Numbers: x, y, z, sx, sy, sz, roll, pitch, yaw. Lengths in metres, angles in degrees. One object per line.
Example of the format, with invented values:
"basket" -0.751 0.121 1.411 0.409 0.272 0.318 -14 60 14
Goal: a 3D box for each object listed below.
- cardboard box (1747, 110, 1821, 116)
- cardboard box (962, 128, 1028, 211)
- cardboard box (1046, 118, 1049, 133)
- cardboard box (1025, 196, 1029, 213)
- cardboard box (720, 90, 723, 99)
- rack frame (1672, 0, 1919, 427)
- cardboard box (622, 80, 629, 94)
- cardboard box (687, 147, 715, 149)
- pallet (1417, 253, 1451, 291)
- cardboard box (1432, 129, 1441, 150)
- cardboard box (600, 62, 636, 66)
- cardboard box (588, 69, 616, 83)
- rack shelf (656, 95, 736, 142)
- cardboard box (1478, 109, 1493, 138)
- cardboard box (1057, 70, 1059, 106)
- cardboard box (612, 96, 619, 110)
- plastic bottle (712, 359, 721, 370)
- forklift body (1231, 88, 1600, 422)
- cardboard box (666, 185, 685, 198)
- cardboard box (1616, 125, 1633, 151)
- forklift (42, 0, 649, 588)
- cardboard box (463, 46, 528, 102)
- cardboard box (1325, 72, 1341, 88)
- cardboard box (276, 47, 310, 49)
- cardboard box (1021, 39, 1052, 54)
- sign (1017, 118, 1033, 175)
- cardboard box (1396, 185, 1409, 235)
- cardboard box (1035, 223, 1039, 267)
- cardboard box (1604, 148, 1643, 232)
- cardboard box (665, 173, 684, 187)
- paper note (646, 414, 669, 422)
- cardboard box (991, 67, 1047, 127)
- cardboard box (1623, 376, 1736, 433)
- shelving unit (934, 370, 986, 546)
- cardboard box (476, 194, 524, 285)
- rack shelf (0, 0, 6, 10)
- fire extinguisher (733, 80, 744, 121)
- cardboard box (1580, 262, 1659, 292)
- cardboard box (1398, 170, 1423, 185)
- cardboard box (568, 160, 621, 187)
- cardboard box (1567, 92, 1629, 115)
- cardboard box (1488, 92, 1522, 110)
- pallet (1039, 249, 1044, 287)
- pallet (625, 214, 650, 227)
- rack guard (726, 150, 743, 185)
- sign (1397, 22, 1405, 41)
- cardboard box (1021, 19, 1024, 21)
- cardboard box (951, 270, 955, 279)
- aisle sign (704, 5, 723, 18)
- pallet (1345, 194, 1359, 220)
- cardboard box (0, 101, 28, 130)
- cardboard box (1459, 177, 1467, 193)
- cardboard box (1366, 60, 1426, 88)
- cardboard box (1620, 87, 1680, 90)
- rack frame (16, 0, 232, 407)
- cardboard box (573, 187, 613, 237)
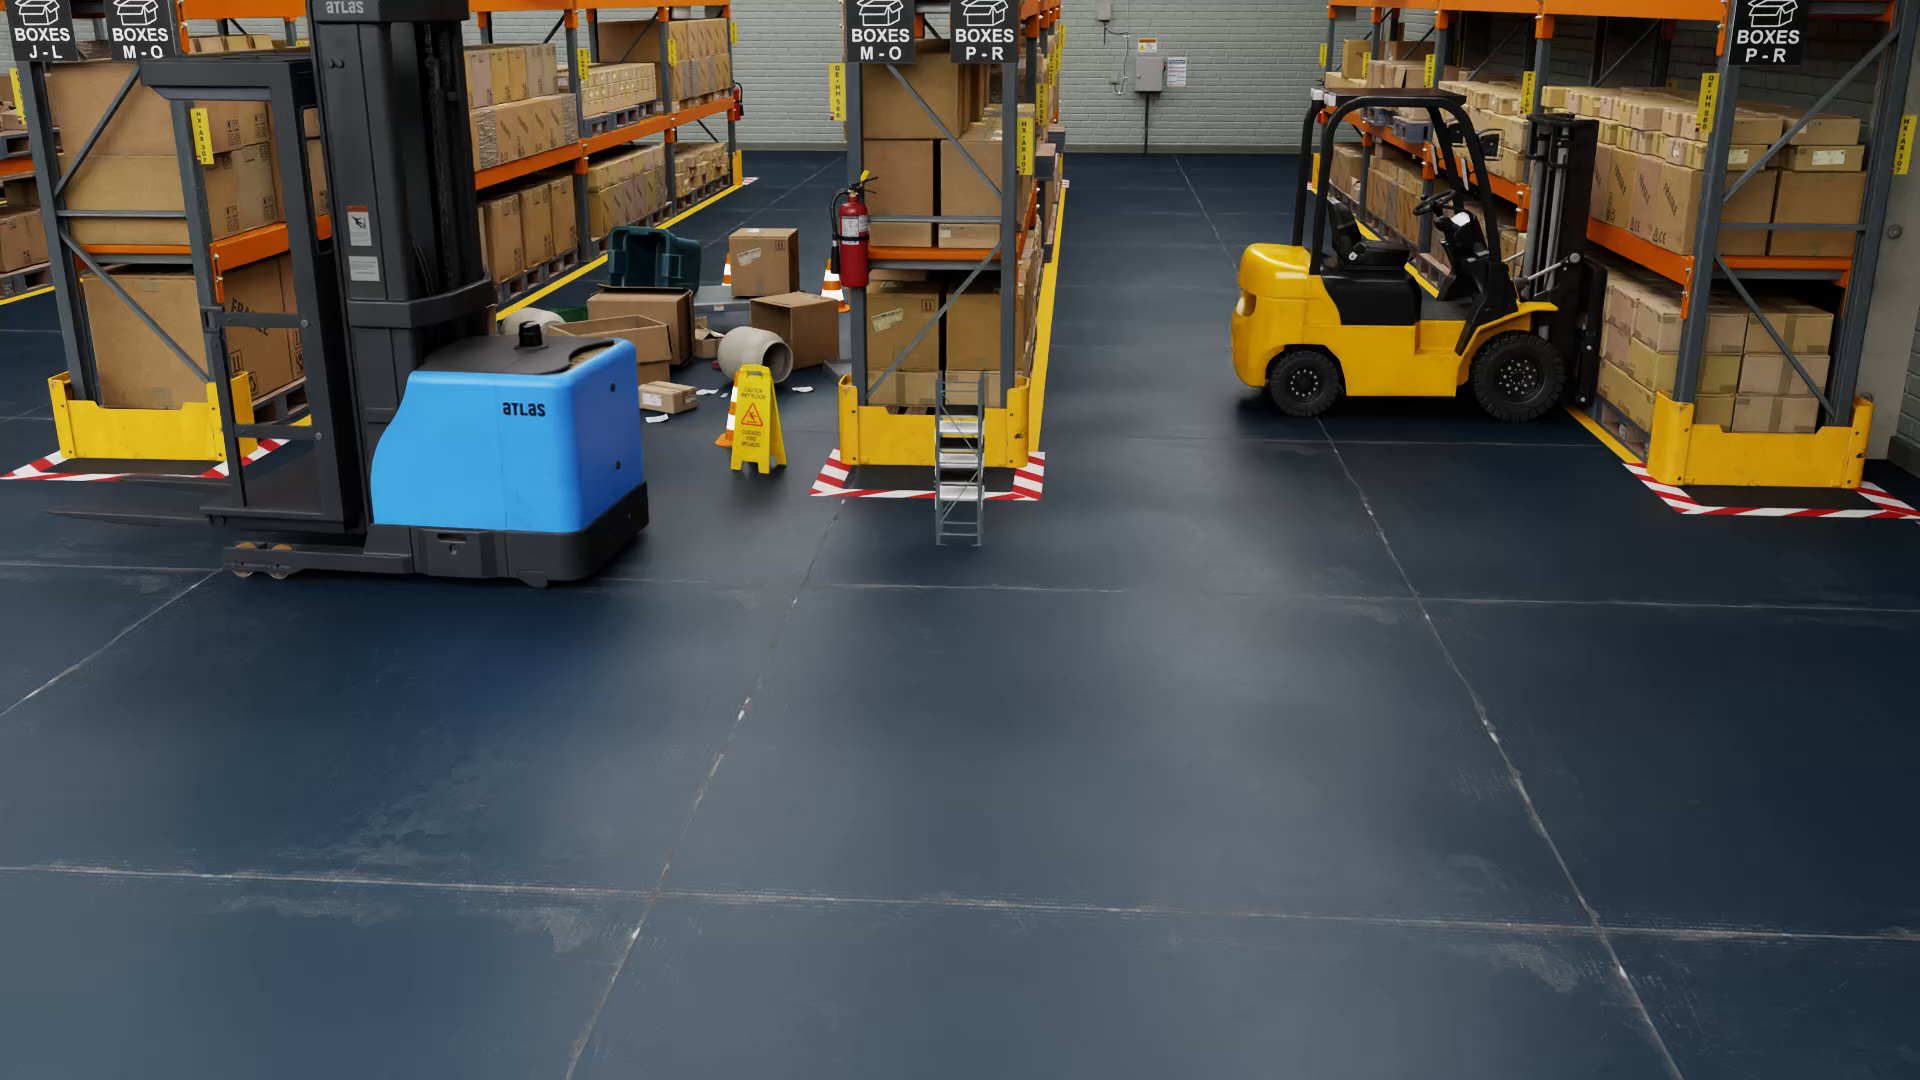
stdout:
"cardboard box" 5.082 -2.563 10.247 0.380 0.149 0.250 2 18 5
"cardboard box" 0.181 -2.404 10.803 0.500 0.500 0.500 2 18 6
"cardboard box" 0.668 -4.043 16.172 0.380 0.149 0.250 2 18 5
"cardboard box" 0.304 -2.454 11.999 0.380 0.149 0.250 1 18 4
"cardboard box" -3.758 -6.658 24.828 0.380 0.149 0.250 1 18 4
"rack frame" 4.787 -1.803 9.609 1.000 3.000 0.127 1 18 4
"cardboard box" -4.171 -5.403 19.846 0.380 0.149 0.250 1 18 4
"cardboard box" -3.796 -5.680 24.388 0.380 0.149 0.250 1 18 2
"pallet" 5.263 -2.708 16.848 1.003 0.211 1.213 1 18 4
"cardboard box" 5.085 -4.084 16.811 0.500 0.250 0.500 1 18 4
"cardboard box" -4.495 -6.064 21.975 0.500 0.500 0.500 1 18 4
"cardboard box" -4.216 -5.387 19.320 0.380 0.149 0.250 2 18 6
"rack shelf" -4.105 -5.998 23.567 1.077 0.370 4.000 1 18 4
"cardboard box" 4.926 -3.689 14.801 0.500 0.250 0.500 2 18 5
"cardboard box" 1.110 -6.298 23.165 0.500 0.500 0.500 2 18 6
"cardboard box" -4.209 -5.103 19.409 0.380 0.149 0.250 2 18 5
"plastic bottle" -1.840 -1.400 13.097 0.133 0.061 0.283 4 19 13
"forklift body" 3.103 -2.030 11.663 2.313 2.155 1.214 1 18 4
"cardboard box" -3.902 -4.670 22.261 0.380 0.149 0.250 0 18 2
"cardboard box" 4.600 -2.672 11.058 0.380 0.149 0.250 1 18 4
"forklift" -3.241 -1.358 8.361 3.031 2.935 1.130 3 18 9
"cardboard box" -4.647 -4.544 16.206 0.700 0.500 0.500 1 18 3
"cardboard box" 5.633 -6.708 24.340 0.500 0.250 0.500 1 18 4
"cardboard box" -4.806 -3.532 12.908 0.875 0.550 0.550 1 18 4
"cardboard box" 0.767 -5.383 18.766 0.500 0.500 0.500 2 18 5
"sign" 0.377 -2.312 9.772 0.100 0.325 0.005 1 18 4
"cardboard box" 5.258 -3.754 18.901 0.500 0.500 0.500 2 18 6
"cardboard box" 0.314 -2.944 16.635 0.950 0.372 0.625 1 18 3
"cardboard box" 4.643 -2.330 11.055 0.500 0.500 0.500 1 18 3
"cardboard box" -3.903 -4.811 22.213 0.380 0.149 0.250 2 18 6
"paper note" -2.082 -0.840 11.437 0.148 0.019 0.142 -5 19 -15
"cardboard box" 0.527 -3.992 14.975 0.500 0.500 0.500 1 18 4
"cardboard box" 4.506 -0.849 10.439 0.500 0.250 0.500 1 18 4
"shelving unit" 0.001 -0.430 8.791 0.258 0.900 0.210 1 18 4
"cardboard box" -4.794 -2.859 15.770 1.050 0.750 0.750 1 18 4
"rack shelf" -9.618 -5.081 15.951 1.077 0.370 4.000 1 18 4
"fire extinguisher" -3.483 -6.815 25.628 0.296 0.674 0.183 1 18 4
"cardboard box" 4.610 -1.794 11.717 0.500 0.250 0.500 1 18 3
"cardboard box" 5.266 -4.178 19.155 0.380 0.149 0.250 0 18 1
"cardboard box" -4.208 -4.211 19.093 0.500 0.250 0.500 1 18 3
"cardboard box" 4.696 -3.210 12.222 0.380 0.149 0.250 2 18 5
"cardboard box" 4.939 -3.910 14.836 0.380 0.149 0.250 1 18 4
"pallet" 0.352 -2.830 17.220 1.003 0.211 1.213 1 18 4
"pallet" -4.387 -3.772 20.096 1.003 0.211 1.213 1 18 4
"rack guard" -3.967 -5.750 25.668 1.175 0.500 0.348 1 18 4
"sign" 6.486 -7.454 24.488 0.100 0.325 0.005 1 18 4
"cardboard box" 0.734 -7.526 24.266 0.380 0.149 0.250 2 18 5
"cardboard box" -0.290 -1.736 11.939 0.500 0.500 0.500 1 18 3
"aisle sign" -3.657 -8.213 24.994 0.394 0.787 0.004 1 18 4
"pallet" 5.698 -4.418 22.068 1.003 0.211 1.213 1 18 4
"cardboard box" -9.325 -4.230 16.558 0.396 0.266 0.258 1 18 2
"cardboard box" 5.693 -3.924 18.379 0.380 0.149 0.250 2 18 5
"cardboard box" 5.390 -5.632 20.459 0.700 0.500 0.500 2 18 5
"cardboard box" 5.352 -3.437 12.914 0.380 0.149 0.250 1 18 4
"rack frame" -5.109 -1.992 10.185 1.000 3.000 0.127 1 18 4
"cardboard box" -4.230 -3.702 18.745 0.500 0.500 0.500 1 18 2
